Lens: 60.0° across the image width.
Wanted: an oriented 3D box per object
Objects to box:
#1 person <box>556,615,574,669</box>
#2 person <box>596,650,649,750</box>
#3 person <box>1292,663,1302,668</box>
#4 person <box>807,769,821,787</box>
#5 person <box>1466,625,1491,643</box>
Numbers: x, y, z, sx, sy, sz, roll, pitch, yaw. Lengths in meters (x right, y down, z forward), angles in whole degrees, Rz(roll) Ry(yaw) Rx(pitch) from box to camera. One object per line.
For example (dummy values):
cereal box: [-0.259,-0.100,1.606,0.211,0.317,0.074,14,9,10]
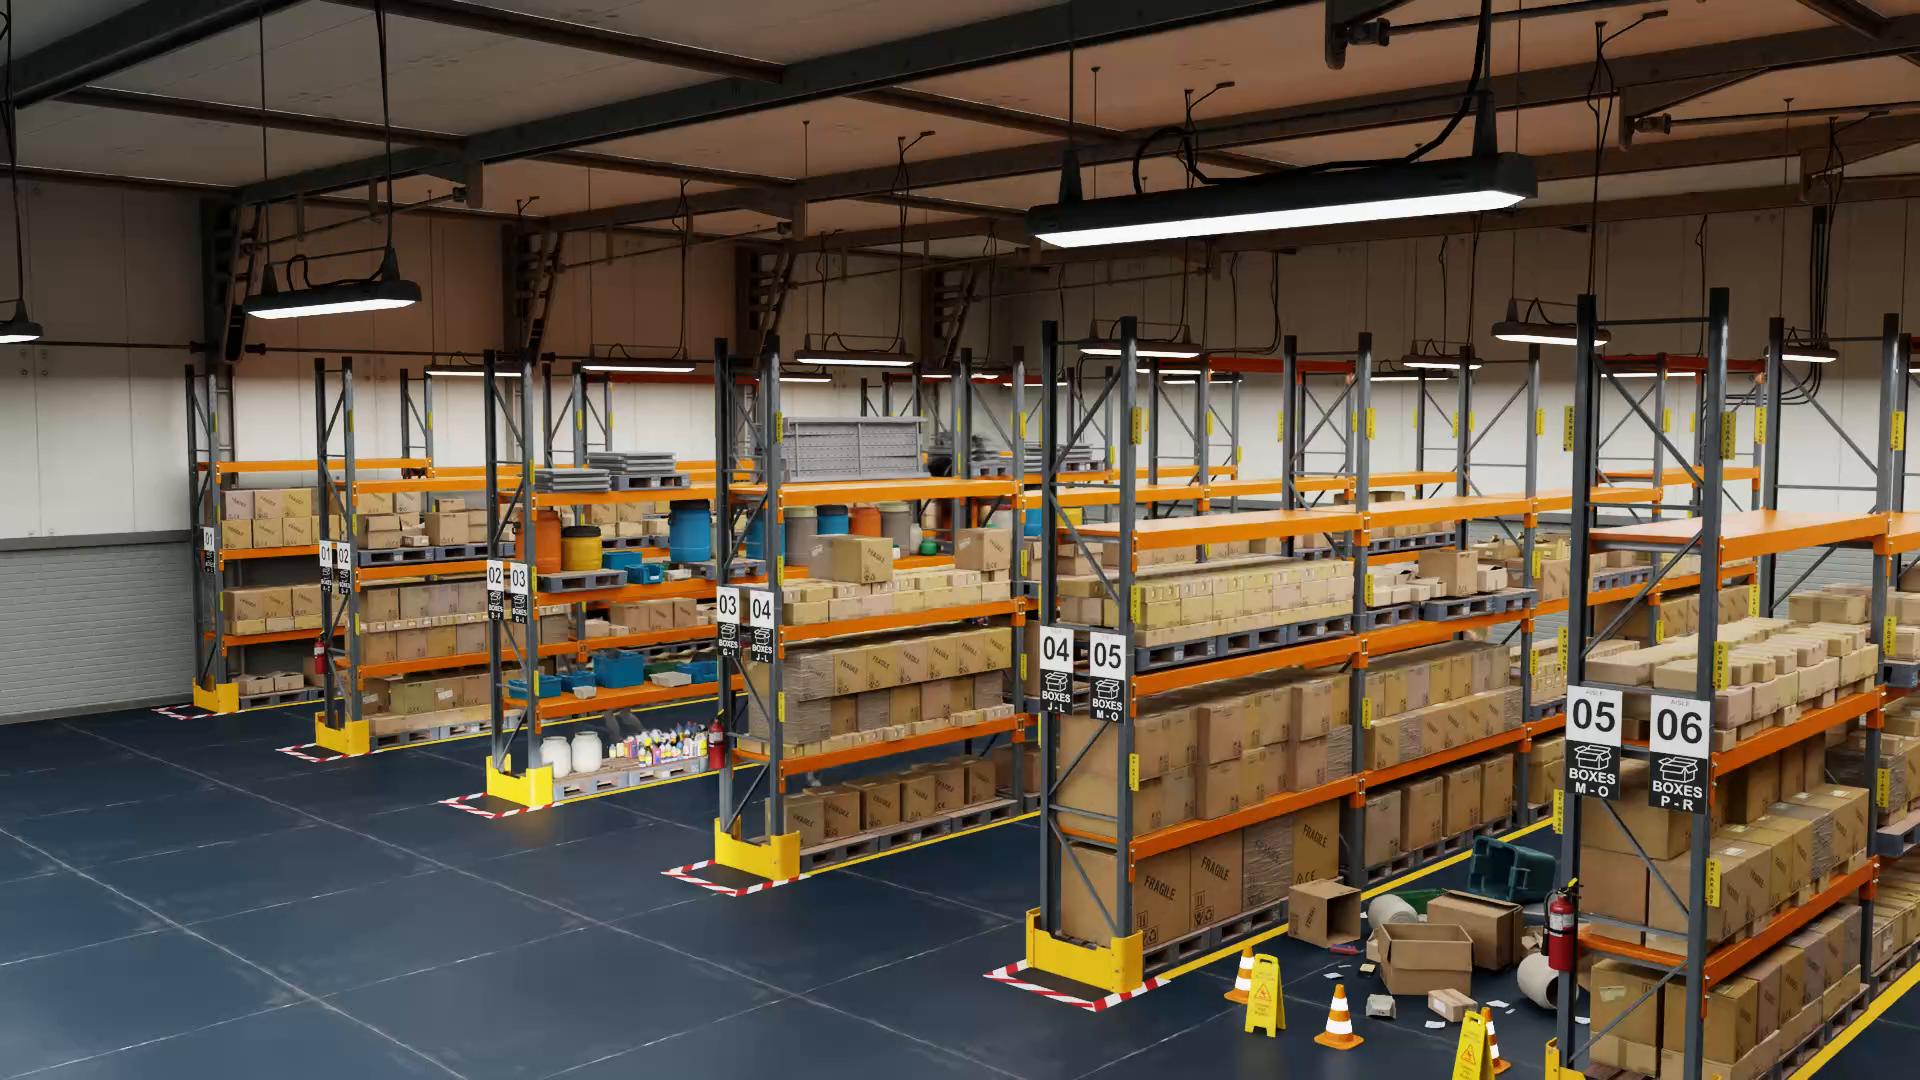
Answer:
person: [-7.551,1.925,31.160,0.543,1.692,0.909,2,5,27]
person: [-5.204,2.460,25.606,0.959,1.590,0.615,-4,6,-41]
person: [4.957,2.533,24.296,0.668,1.577,0.592,-4,6,-43]
person: [-2.137,2.628,22.690,0.685,1.599,0.867,1,5,14]
person: [9.970,1.916,32.144,0.588,1.649,0.874,-1,5,-14]
